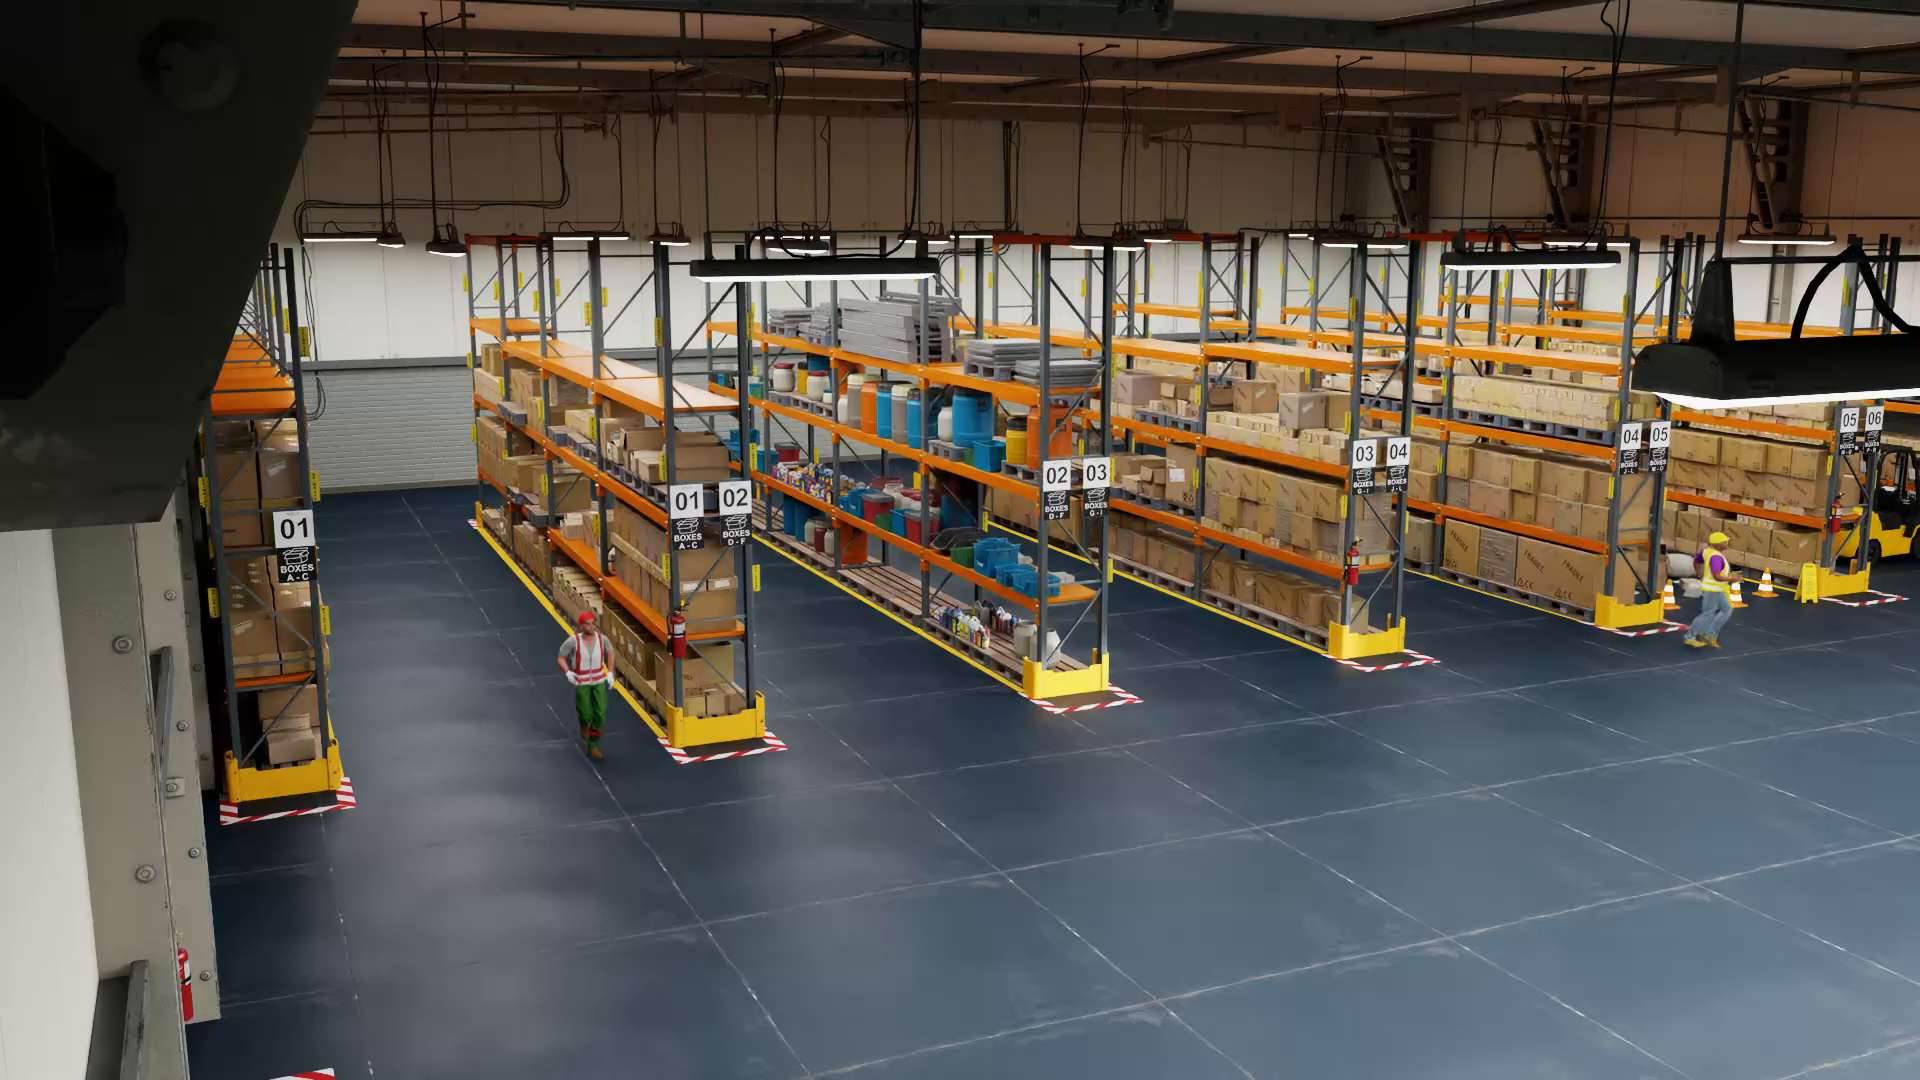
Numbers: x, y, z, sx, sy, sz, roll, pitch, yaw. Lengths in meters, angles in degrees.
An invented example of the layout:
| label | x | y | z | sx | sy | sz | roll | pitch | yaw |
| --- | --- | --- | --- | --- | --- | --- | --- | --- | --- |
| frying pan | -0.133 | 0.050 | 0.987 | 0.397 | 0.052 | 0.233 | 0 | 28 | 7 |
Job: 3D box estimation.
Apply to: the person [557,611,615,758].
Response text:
| label | x | y | z | sx | sy | sz | roll | pitch | yaw |
| --- | --- | --- | --- | --- | --- | --- | --- | --- | --- |
| person | -4.431 | 1.698 | 19.835 | 0.694 | 1.750 | 0.568 | -5 | 12 | -24 |

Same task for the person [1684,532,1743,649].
| label | x | y | z | sx | sy | sz | roll | pitch | yaw |
| --- | --- | --- | --- | --- | --- | --- | --- | --- | --- |
| person | 11.148 | 0.769 | 24.577 | 0.726 | 1.795 | 0.667 | 5 | 12 | 22 |
